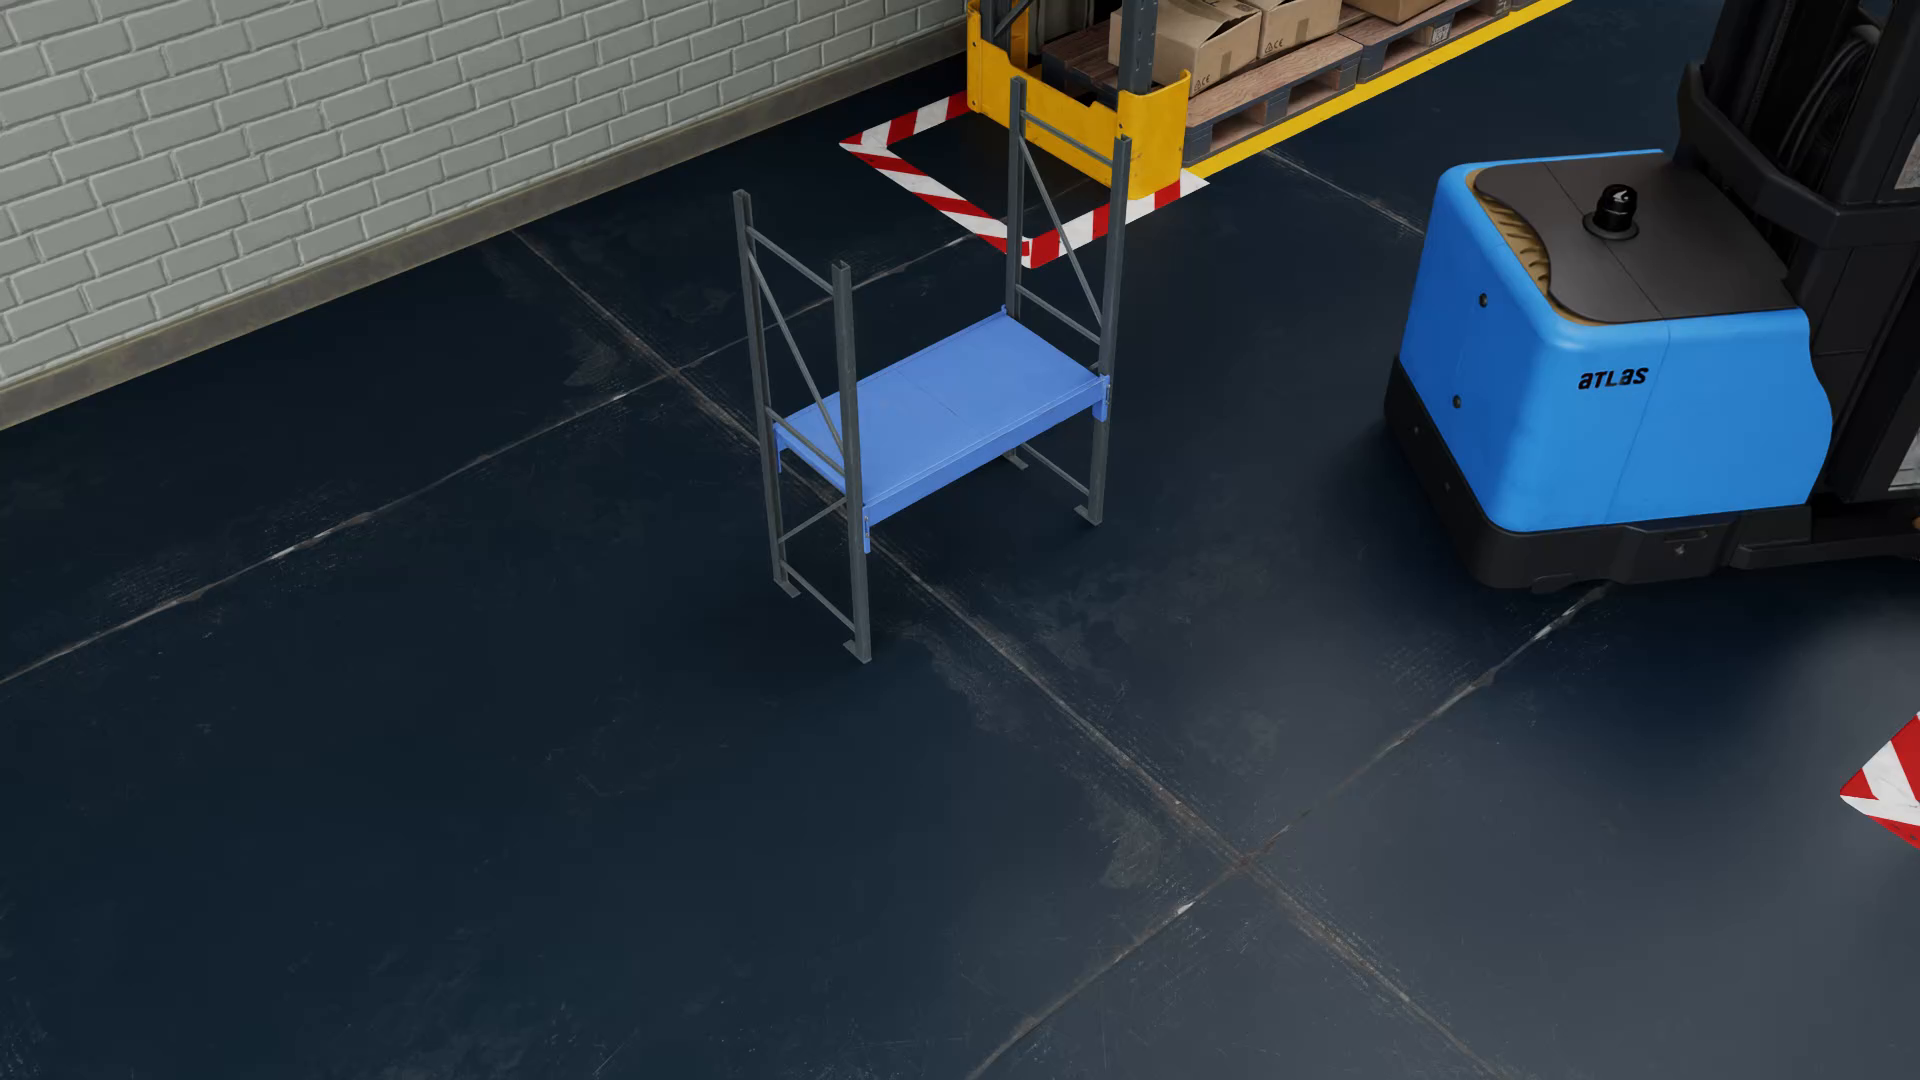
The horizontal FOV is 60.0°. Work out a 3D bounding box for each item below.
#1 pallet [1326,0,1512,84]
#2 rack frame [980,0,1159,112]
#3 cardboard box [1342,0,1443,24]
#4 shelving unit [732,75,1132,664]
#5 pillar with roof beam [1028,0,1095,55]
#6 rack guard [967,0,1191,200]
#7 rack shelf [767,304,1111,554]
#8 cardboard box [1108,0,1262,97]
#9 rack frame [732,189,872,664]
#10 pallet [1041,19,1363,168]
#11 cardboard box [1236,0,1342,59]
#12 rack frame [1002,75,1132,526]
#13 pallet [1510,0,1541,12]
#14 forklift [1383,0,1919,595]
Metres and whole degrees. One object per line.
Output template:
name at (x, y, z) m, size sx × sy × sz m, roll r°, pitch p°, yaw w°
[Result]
pallet at (2.094, -2.815, 8.593) m, size 1.213 × 0.211 × 1.003 m, roll -30°, pitch 51°, yaw -28°
rack frame at (0.454, -2.927, 6.675) m, size 0.127 × 3.000 × 1.000 m, roll -30°, pitch 51°, yaw -28°
cardboard box at (2.075, -2.979, 8.235) m, size 0.500 × 0.500 × 0.700 m, roll -33°, pitch 52°, yaw -30°
shelving unit at (-0.065, -0.509, 5.197) m, size 1.048 × 1.500 × 0.538 m, roll -30°, pitch 51°, yaw -28°
pillar with roof beam at (3.198, -3.615, 3.025) m, size 0.400 × 9.000 × 9.100 m, roll -30°, pitch 51°, yaw -28°
rack guard at (0.513, -2.049, 7.566) m, size 0.348 × 0.500 × 1.175 m, roll -30°, pitch 51°, yaw -28°
rack shelf at (-0.065, -0.378, 5.320) m, size 1.000 × 0.185 × 0.538 m, roll -30°, pitch 51°, yaw -28°
cardboard box at (1.043, -2.364, 7.718) m, size 0.500 × 0.311 × 0.500 m, roll 33°, pitch 52°, yaw 30°
rack frame at (-0.455, -0.286, 4.959) m, size 0.032 × 1.500 × 0.500 m, roll -30°, pitch 51°, yaw -28°
pallet at (1.159, -2.282, 8.025) m, size 1.213 × 0.211 × 1.003 m, roll -30°, pitch 51°, yaw -28°
cardboard box at (1.480, -2.614, 7.985) m, size 0.500 × 0.311 × 0.500 m, roll -26°, pitch 49°, yaw -25°
rack frame at (0.325, -0.732, 5.434) m, size 0.032 × 1.500 × 0.500 m, roll -30°, pitch 51°, yaw -28°
pallet at (3.030, -3.354, 9.167) m, size 1.213 × 0.211 × 1.003 m, roll -30°, pitch 51°, yaw -28°
forklift at (3.129, -1.350, 5.047) m, size 3.031 × 2.935 × 1.130 m, roll -6°, pitch 44°, yaw -6°
